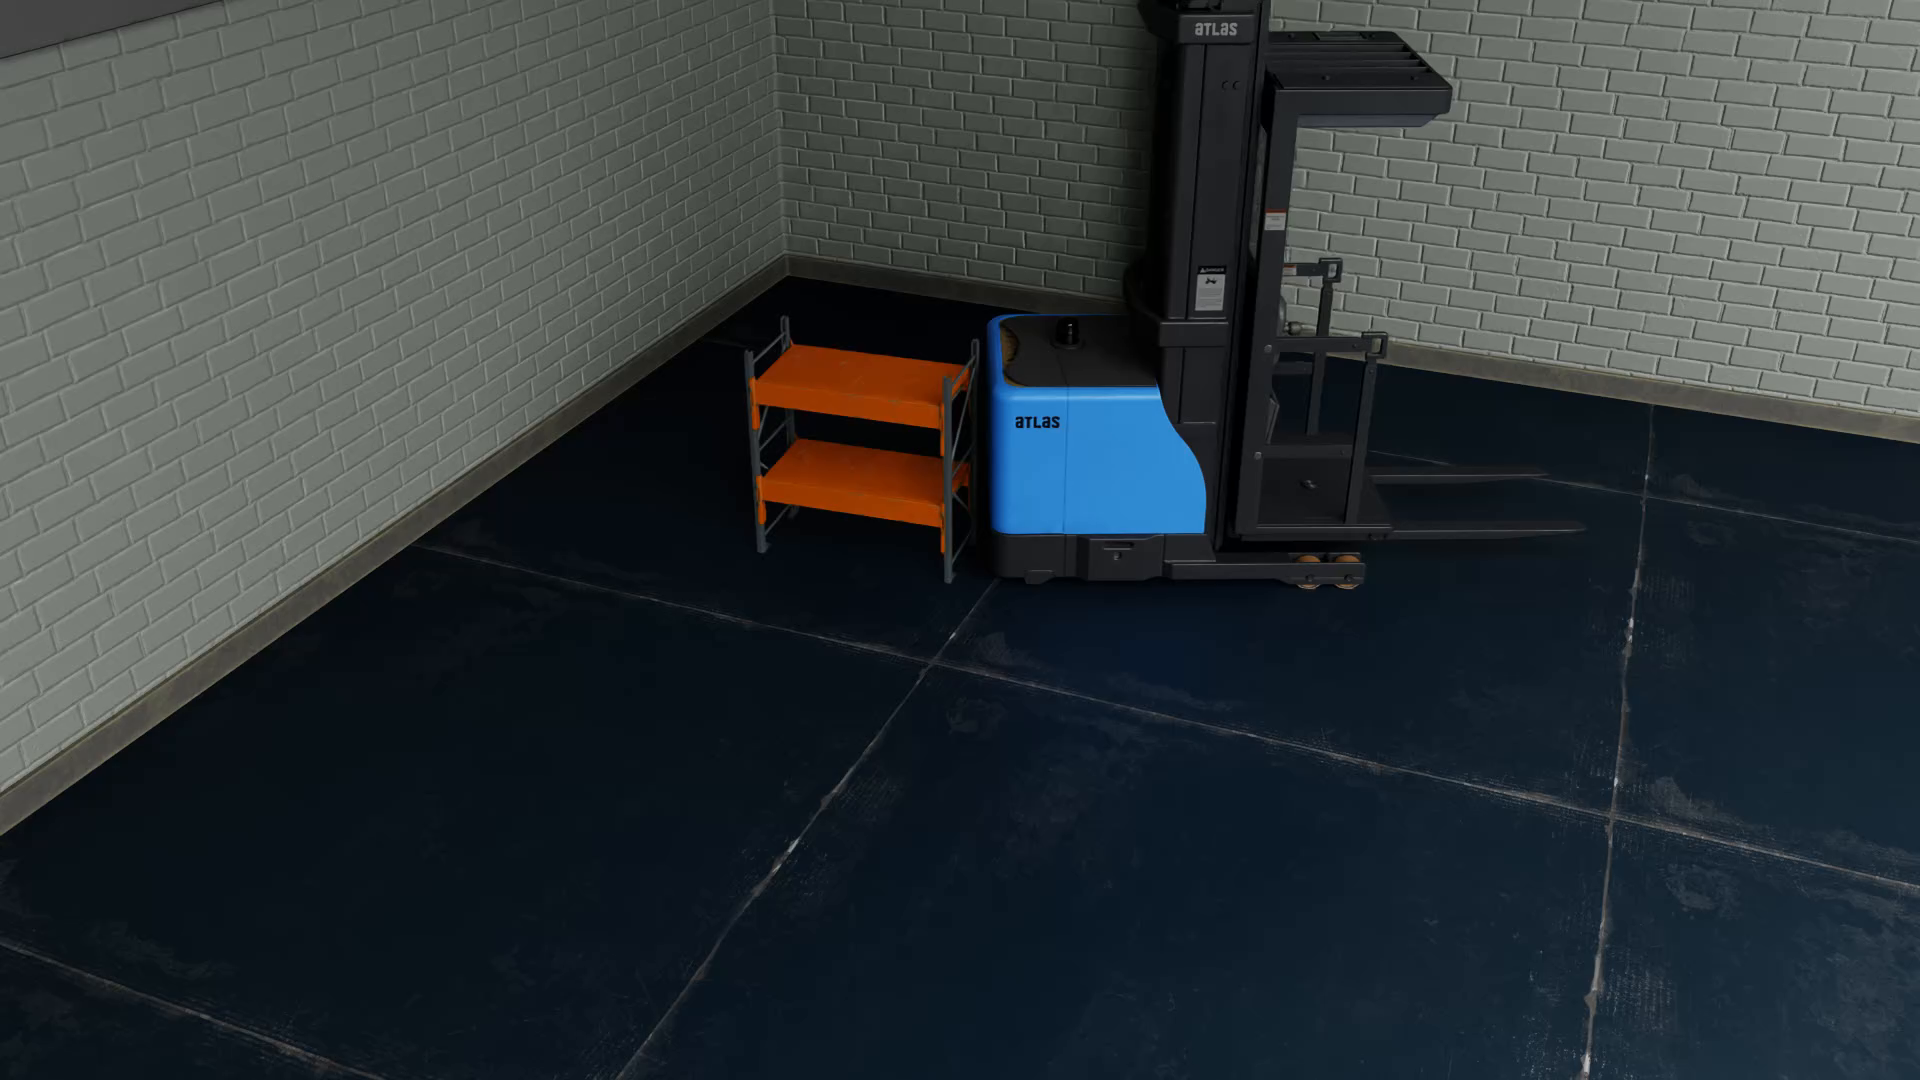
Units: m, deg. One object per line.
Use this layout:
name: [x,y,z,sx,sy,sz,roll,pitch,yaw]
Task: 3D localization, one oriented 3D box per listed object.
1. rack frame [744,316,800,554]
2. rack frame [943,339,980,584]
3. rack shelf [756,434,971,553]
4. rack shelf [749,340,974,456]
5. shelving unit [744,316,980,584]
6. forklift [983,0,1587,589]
rack frame: [-0.962,-0.537,8.557,0.032,1.125,0.500,9,31,15]
rack frame: [0.008,-0.387,8.291,0.032,1.125,0.500,9,31,15]
rack shelf: [-0.477,-0.249,8.544,1.000,0.278,0.538,9,31,15]
rack shelf: [-0.477,-0.717,8.280,1.000,0.278,0.538,9,31,15]
shelving unit: [-0.477,-0.462,8.424,1.048,1.125,0.538,9,31,15]
forklift: [1.647,-1.292,8.057,3.031,2.935,1.130,0,29,-1]
